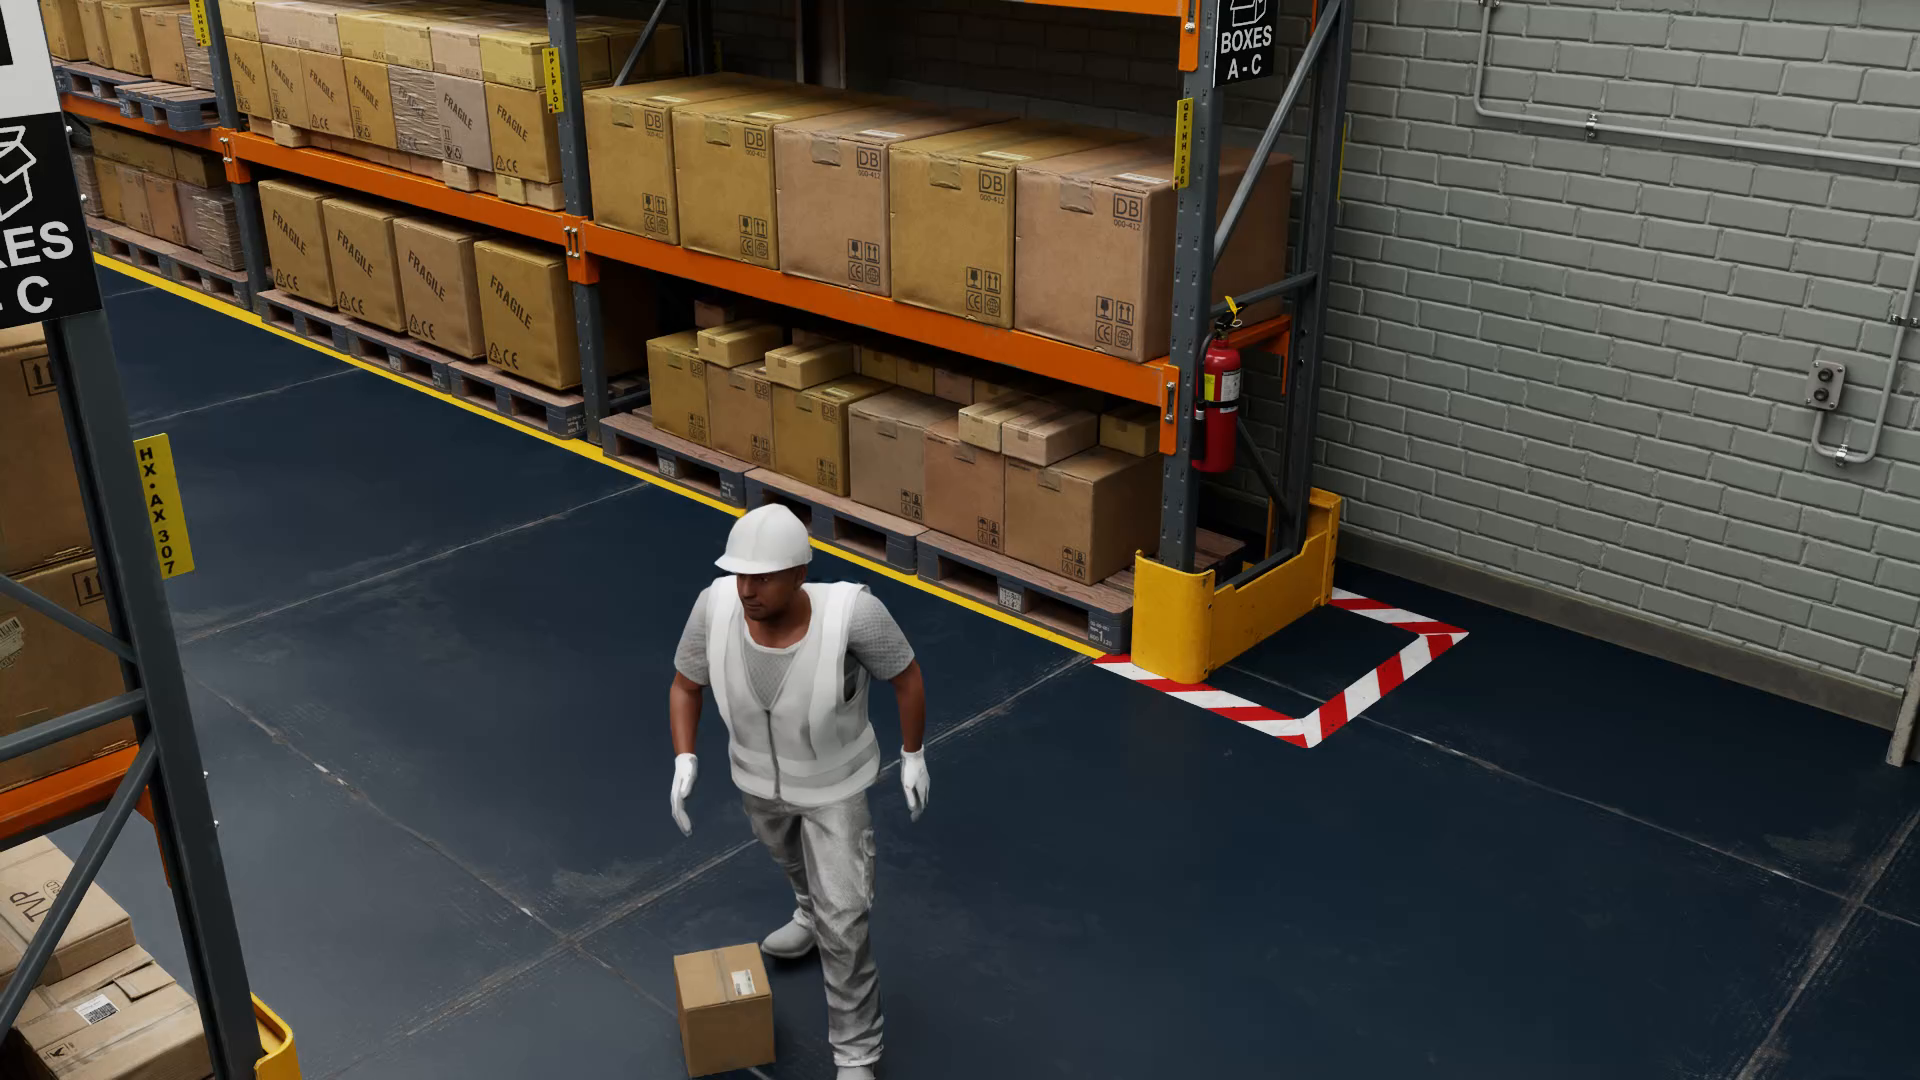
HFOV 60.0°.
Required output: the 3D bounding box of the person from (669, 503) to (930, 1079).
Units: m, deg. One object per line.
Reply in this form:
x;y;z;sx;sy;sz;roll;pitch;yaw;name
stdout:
-0.428;0.648;4.647;0.680;1.722;0.868;9;25;20;person
